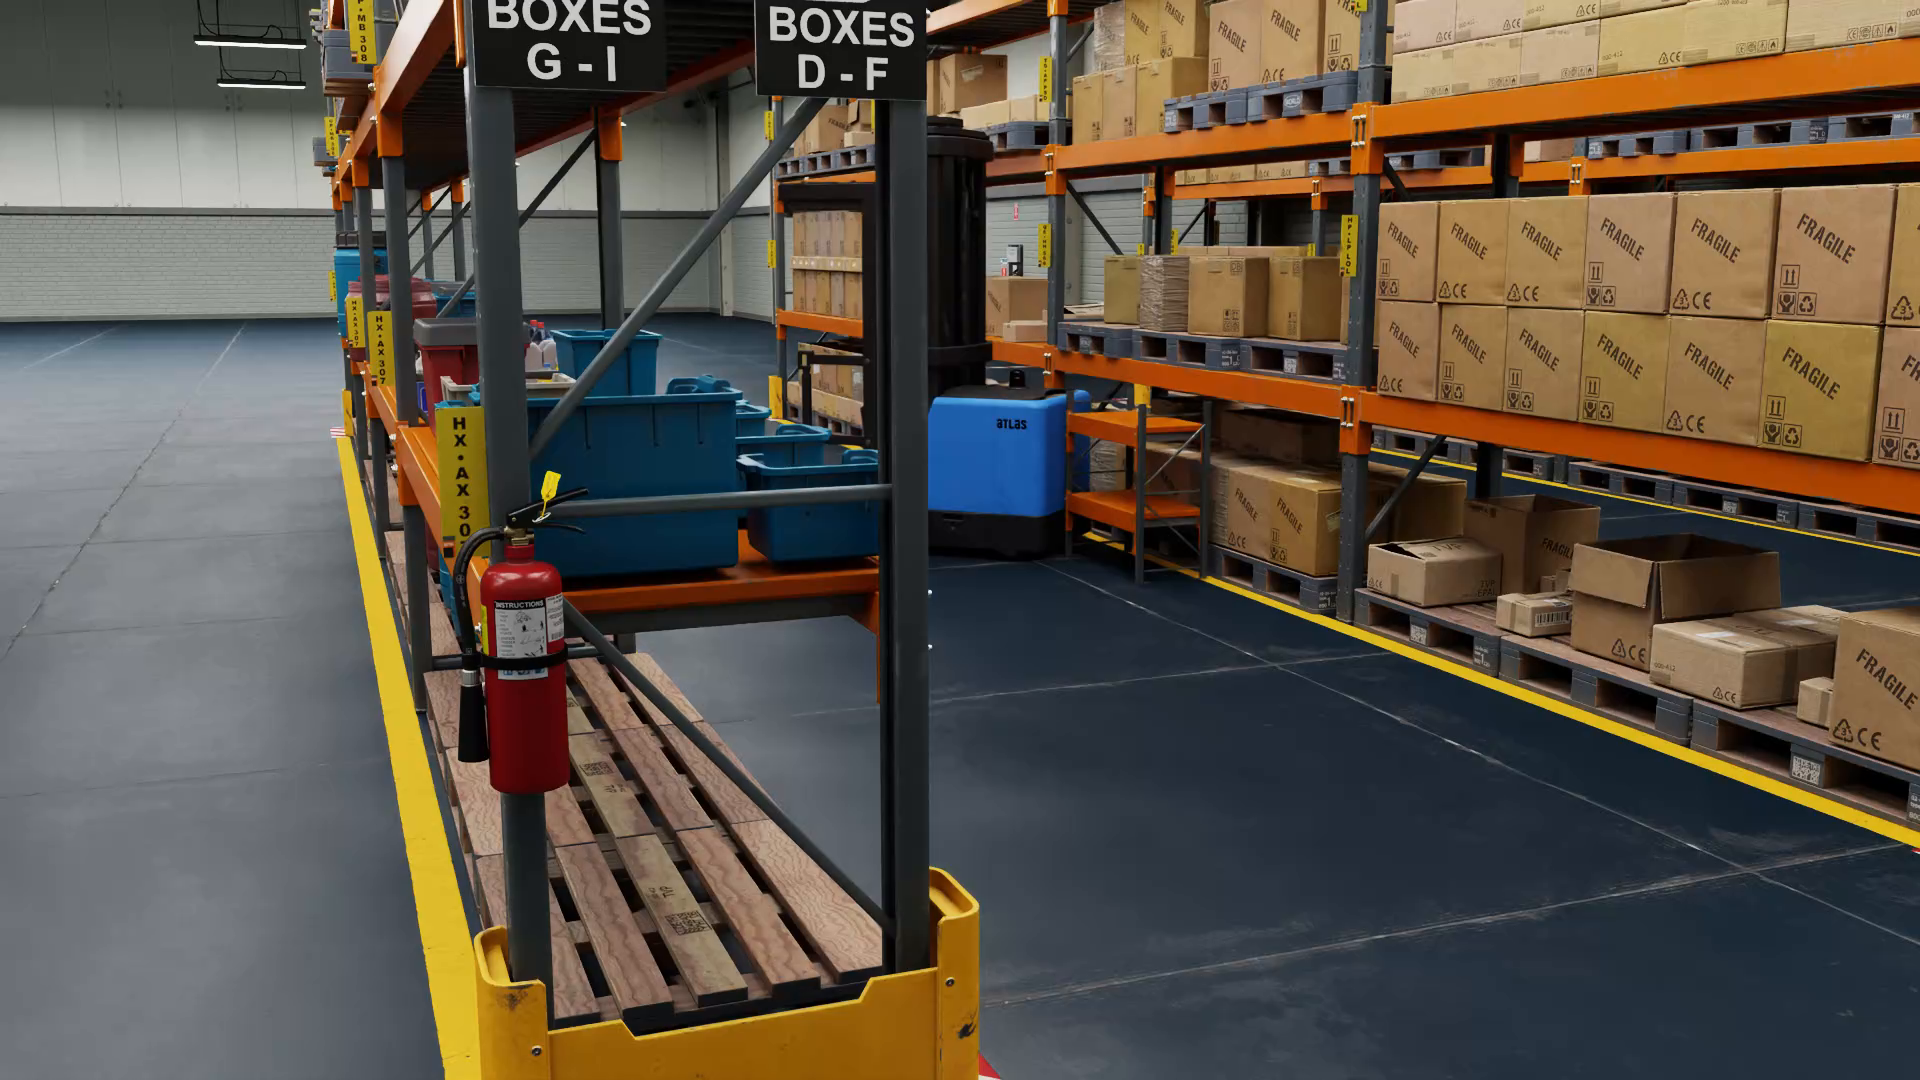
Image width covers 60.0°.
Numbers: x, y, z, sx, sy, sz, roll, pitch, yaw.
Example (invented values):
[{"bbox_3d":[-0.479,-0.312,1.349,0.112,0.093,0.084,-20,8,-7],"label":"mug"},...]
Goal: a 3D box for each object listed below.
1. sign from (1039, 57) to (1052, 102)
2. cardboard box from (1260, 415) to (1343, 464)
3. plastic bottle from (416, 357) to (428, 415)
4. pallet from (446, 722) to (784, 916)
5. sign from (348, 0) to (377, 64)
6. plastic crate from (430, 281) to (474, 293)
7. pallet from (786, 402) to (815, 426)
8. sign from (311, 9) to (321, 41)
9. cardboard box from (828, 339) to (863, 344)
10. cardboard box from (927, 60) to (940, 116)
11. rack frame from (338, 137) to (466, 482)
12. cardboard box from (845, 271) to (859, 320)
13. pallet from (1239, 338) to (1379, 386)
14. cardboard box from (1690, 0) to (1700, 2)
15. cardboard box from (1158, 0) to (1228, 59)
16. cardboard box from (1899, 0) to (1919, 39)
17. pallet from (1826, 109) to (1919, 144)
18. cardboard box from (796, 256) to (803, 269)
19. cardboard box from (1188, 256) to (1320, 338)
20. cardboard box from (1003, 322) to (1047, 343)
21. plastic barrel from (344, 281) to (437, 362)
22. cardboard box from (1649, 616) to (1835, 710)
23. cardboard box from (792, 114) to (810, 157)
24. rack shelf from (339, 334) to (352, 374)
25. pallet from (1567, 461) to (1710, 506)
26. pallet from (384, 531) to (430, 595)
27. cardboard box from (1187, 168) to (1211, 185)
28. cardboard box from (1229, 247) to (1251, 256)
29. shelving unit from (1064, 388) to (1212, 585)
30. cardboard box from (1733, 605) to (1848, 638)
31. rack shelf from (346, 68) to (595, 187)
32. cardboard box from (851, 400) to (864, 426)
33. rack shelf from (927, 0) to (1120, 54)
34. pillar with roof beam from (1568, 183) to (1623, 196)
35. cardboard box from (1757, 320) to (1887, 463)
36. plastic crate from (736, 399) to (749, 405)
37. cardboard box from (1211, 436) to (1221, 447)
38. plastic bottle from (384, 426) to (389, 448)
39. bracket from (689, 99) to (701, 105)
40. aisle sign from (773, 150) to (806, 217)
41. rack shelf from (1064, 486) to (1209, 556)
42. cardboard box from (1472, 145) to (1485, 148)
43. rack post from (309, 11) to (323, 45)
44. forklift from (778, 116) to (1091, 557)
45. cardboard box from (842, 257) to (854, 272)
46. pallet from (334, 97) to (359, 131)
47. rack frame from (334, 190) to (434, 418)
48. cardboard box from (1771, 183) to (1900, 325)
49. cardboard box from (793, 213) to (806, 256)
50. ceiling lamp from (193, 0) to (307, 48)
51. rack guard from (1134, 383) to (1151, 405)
[{"bbox_3d":[0.637,-3.436,12.404,0.100,0.325,0.005,-4,11,-21],"label":"sign"},{"bbox_3d":[2.296,-0.659,10.802,0.500,0.250,0.500,-4,11,-21],"label":"cardboard box"},{"bbox_3d":[-2.455,-0.716,7.732,0.152,0.276,0.135,-4,11,-21],"label":"plastic bottle"},{"bbox_3d":[-1.263,0.957,5.937,1.003,0.211,1.213,-4,11,-21],"label":"pallet"},{"bbox_3d":[-2.525,-2.179,7.017,0.100,0.325,0.005,-4,11,-21],"label":"sign"},{"bbox_3d":[-4.450,-2.011,14.475,0.402,0.464,0.583,-4,11,-21],"label":"plastic crate"},{"bbox_3d":[-1.426,-1.510,19.808,1.003,0.211,1.213,-4,11,-21],"label":"pallet"},{"bbox_3d":[-6.874,-5.508,17.787,0.100,0.325,0.005,-4,11,-21],"label":"sign"},{"bbox_3d":[-1.270,-2.159,20.003,0.500,0.500,0.500,-4,11,-21],"label":"cardboard box"},{"bbox_3d":[-0.106,-4.228,15.648,0.500,0.500,0.500,-4,11,-20],"label":"cardboard box"},{"bbox_3d":[-4.910,-2.039,14.816,1.000,3.000,0.127,-4,11,-21],"label":"rack frame"},{"bbox_3d":[-0.834,-2.641,17.919,0.700,0.500,0.500,-4,11,-20],"label":"cardboard box"},{"bbox_3d":[2.419,-1.089,10.028,1.003,0.211,1.213,-4,11,-21],"label":"pallet"},{"bbox_3d":[3.273,-2.274,6.574,0.500,0.250,0.500,-4,11,-21],"label":"cardboard box"},{"bbox_3d":[1.679,-3.480,11.212,0.500,0.500,0.500,-4,11,-21],"label":"cardboard box"},{"bbox_3d":[3.624,-1.864,5.696,0.500,0.250,0.500,-4,11,-21],"label":"cardboard box"},{"bbox_3d":[6.844,-2.891,11.587,0.805,0.209,1.217,-4,11,-23],"label":"pallet"},{"bbox_3d":[-1.702,-3.253,19.506,0.380,0.149,0.250,-4,11,-22],"label":"cardboard box"},{"bbox_3d":[1.909,-1.587,10.792,0.700,0.500,0.500,-7,12,-35],"label":"cardboard box"},{"bbox_3d":[0.574,-1.705,13.658,0.380,0.149,0.250,-4,11,-21],"label":"cardboard box"},{"bbox_3d":[-3.911,-1.509,11.451,0.600,0.536,0.708,-4,11,-21],"label":"plastic barrel"},{"bbox_3d":[3.313,0.513,7.064,0.500,0.250,0.500,-4,11,-21],"label":"cardboard box"},{"bbox_3d":[-1.538,-4.715,19.401,0.797,0.503,0.637,-3,11,-17],"label":"cardboard box"},{"bbox_3d":[-5.635,-2.011,16.714,1.077,0.370,4.000,-4,11,-21],"label":"rack shelf"},{"bbox_3d":[5.988,-0.508,14.174,1.003,0.211,1.213,-4,11,-21],"label":"pallet"},{"bbox_3d":[-3.136,0.113,10.681,1.003,0.211,1.213,-4,11,-21],"label":"pallet"},{"bbox_3d":[3.115,-4.611,20.371,0.500,0.500,0.500,-3,11,-18],"label":"cardboard box"},{"bbox_3d":[3.505,-3.194,19.542,0.500,0.500,0.500,-4,11,-23],"label":"cardboard box"},{"bbox_3d":[1.137,-0.376,10.821,0.538,1.125,1.048,-4,11,-22],"label":"shelving unit"},{"bbox_3d":[3.761,0.473,7.288,0.500,0.250,0.500,-4,11,-21],"label":"cardboard box"},{"bbox_3d":[-2.736,-2.182,9.111,1.077,0.370,4.000,-4,11,-21],"label":"rack shelf"},{"bbox_3d":[-0.836,-1.349,17.594,0.500,0.250,0.500,-4,11,-21],"label":"cardboard box"},{"bbox_3d":[0.432,-4.428,14.317,1.077,0.370,4.000,-4,11,-21],"label":"rack shelf"},{"bbox_3d":[2.096,-4.962,14.120,9.100,9.000,0.400,-4,11,-21],"label":"pillar with roof beam"},{"bbox_3d":[3.449,-0.583,6.348,0.500,0.500,0.500,-4,11,-20],"label":"cardboard box"},{"bbox_3d":[-0.930,-0.352,5.641,0.416,0.233,0.300,-4,11,-21],"label":"plastic crate"},{"bbox_3d":[1.902,-0.463,11.840,0.500,0.500,0.500,-4,11,-23],"label":"cardboard box"},{"bbox_3d":[-5.412,-1.038,15.498,0.144,0.351,0.185,-4,11,-22],"label":"plastic bottle"},{"bbox_3d":[-8.064,-13.219,50.262,0.076,0.066,3.189,-4,11,-21],"label":"bracket"},{"bbox_3d":[-2.051,-4.276,19.974,0.394,0.787,0.004,-4,11,-21],"label":"aisle sign"},{"bbox_3d":[1.137,-0.135,10.864,0.538,0.278,1.000,-4,11,-22],"label":"rack shelf"},{"bbox_3d":[4.894,-4.105,16.380,0.500,0.500,0.500,-4,11,-23],"label":"cardboard box"},{"bbox_3d":[-6.205,-5.268,17.266,0.937,0.300,0.954,-3,10,-15],"label":"rack post"},{"bbox_3d":[-0.625,-1.476,11.848,3.031,2.935,1.130,4,11,23],"label":"forklift"},{"bbox_3d":[-1.049,-2.959,17.853,0.380,0.149,0.250,-4,11,-19],"label":"cardboard box"},{"bbox_3d":[-3.275,-2.639,10.162,1.003,0.211,1.213,-4,11,-21],"label":"pallet"},{"bbox_3d":[-6.360,-2.692,18.486,1.000,3.000,0.127,-4,11,-21],"label":"rack frame"},{"bbox_3d":[3.455,-1.073,6.246,0.500,0.500,0.500,-4,11,-19],"label":"cardboard box"},{"bbox_3d":[-1.565,-3.608,19.646,0.700,0.500,0.500,-4,11,-21],"label":"cardboard box"},{"bbox_3d":[-13.701,-11.087,31.886,2.000,3.185,0.800,-4,11,-21],"label":"ceiling lamp"},{"bbox_3d":[2.901,-2.077,22.170,1.175,0.500,0.348,-4,11,-21],"label":"rack guard"}]
